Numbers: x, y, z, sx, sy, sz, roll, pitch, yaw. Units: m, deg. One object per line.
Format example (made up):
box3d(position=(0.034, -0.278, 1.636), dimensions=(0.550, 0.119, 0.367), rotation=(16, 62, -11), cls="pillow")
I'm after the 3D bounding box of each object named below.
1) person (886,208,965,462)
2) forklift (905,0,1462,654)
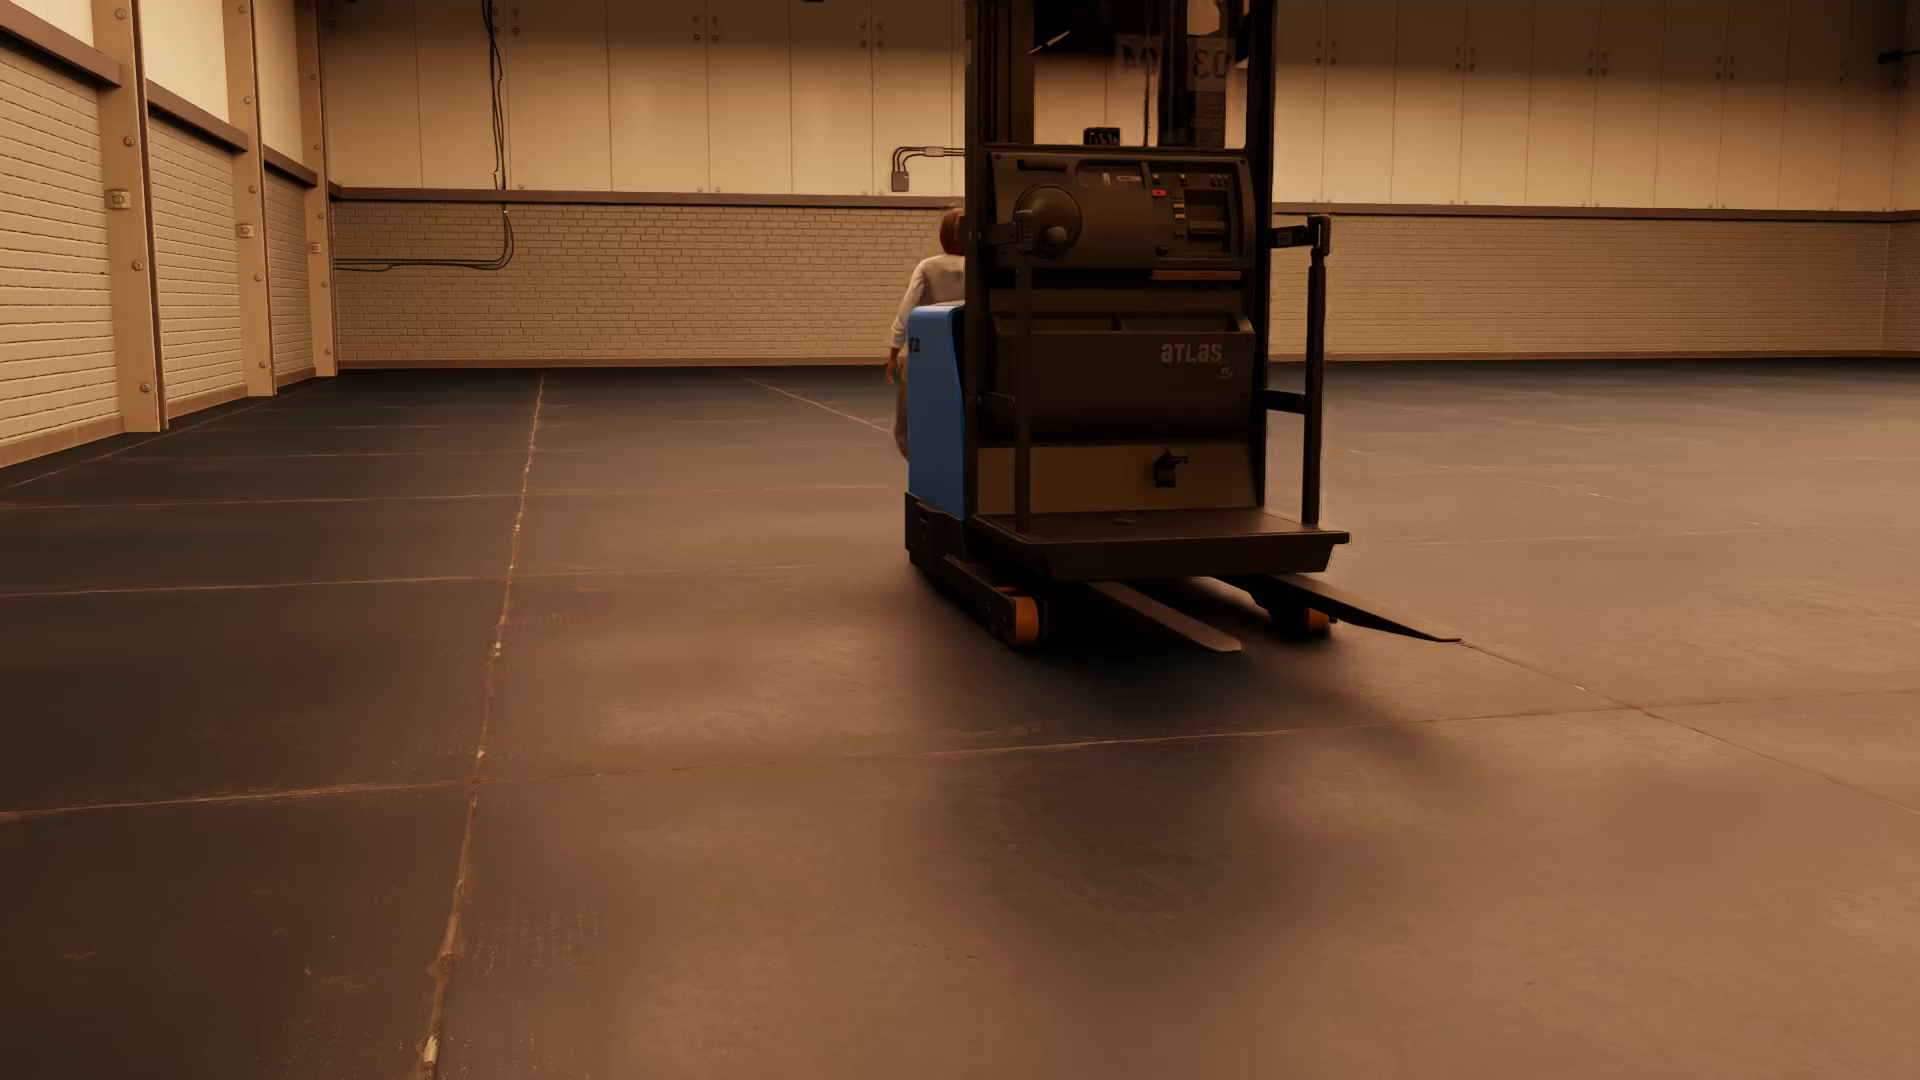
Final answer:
box3d(position=(-0.021, -0.778, 7.775), dimensions=(0.640, 1.512, 0.483), rotation=(-2, 8, -12), cls="person")
box3d(position=(0.614, -1.169, 5.487), dimensions=(1.130, 2.935, 3.031), rotation=(-2, 8, -13), cls="forklift")
